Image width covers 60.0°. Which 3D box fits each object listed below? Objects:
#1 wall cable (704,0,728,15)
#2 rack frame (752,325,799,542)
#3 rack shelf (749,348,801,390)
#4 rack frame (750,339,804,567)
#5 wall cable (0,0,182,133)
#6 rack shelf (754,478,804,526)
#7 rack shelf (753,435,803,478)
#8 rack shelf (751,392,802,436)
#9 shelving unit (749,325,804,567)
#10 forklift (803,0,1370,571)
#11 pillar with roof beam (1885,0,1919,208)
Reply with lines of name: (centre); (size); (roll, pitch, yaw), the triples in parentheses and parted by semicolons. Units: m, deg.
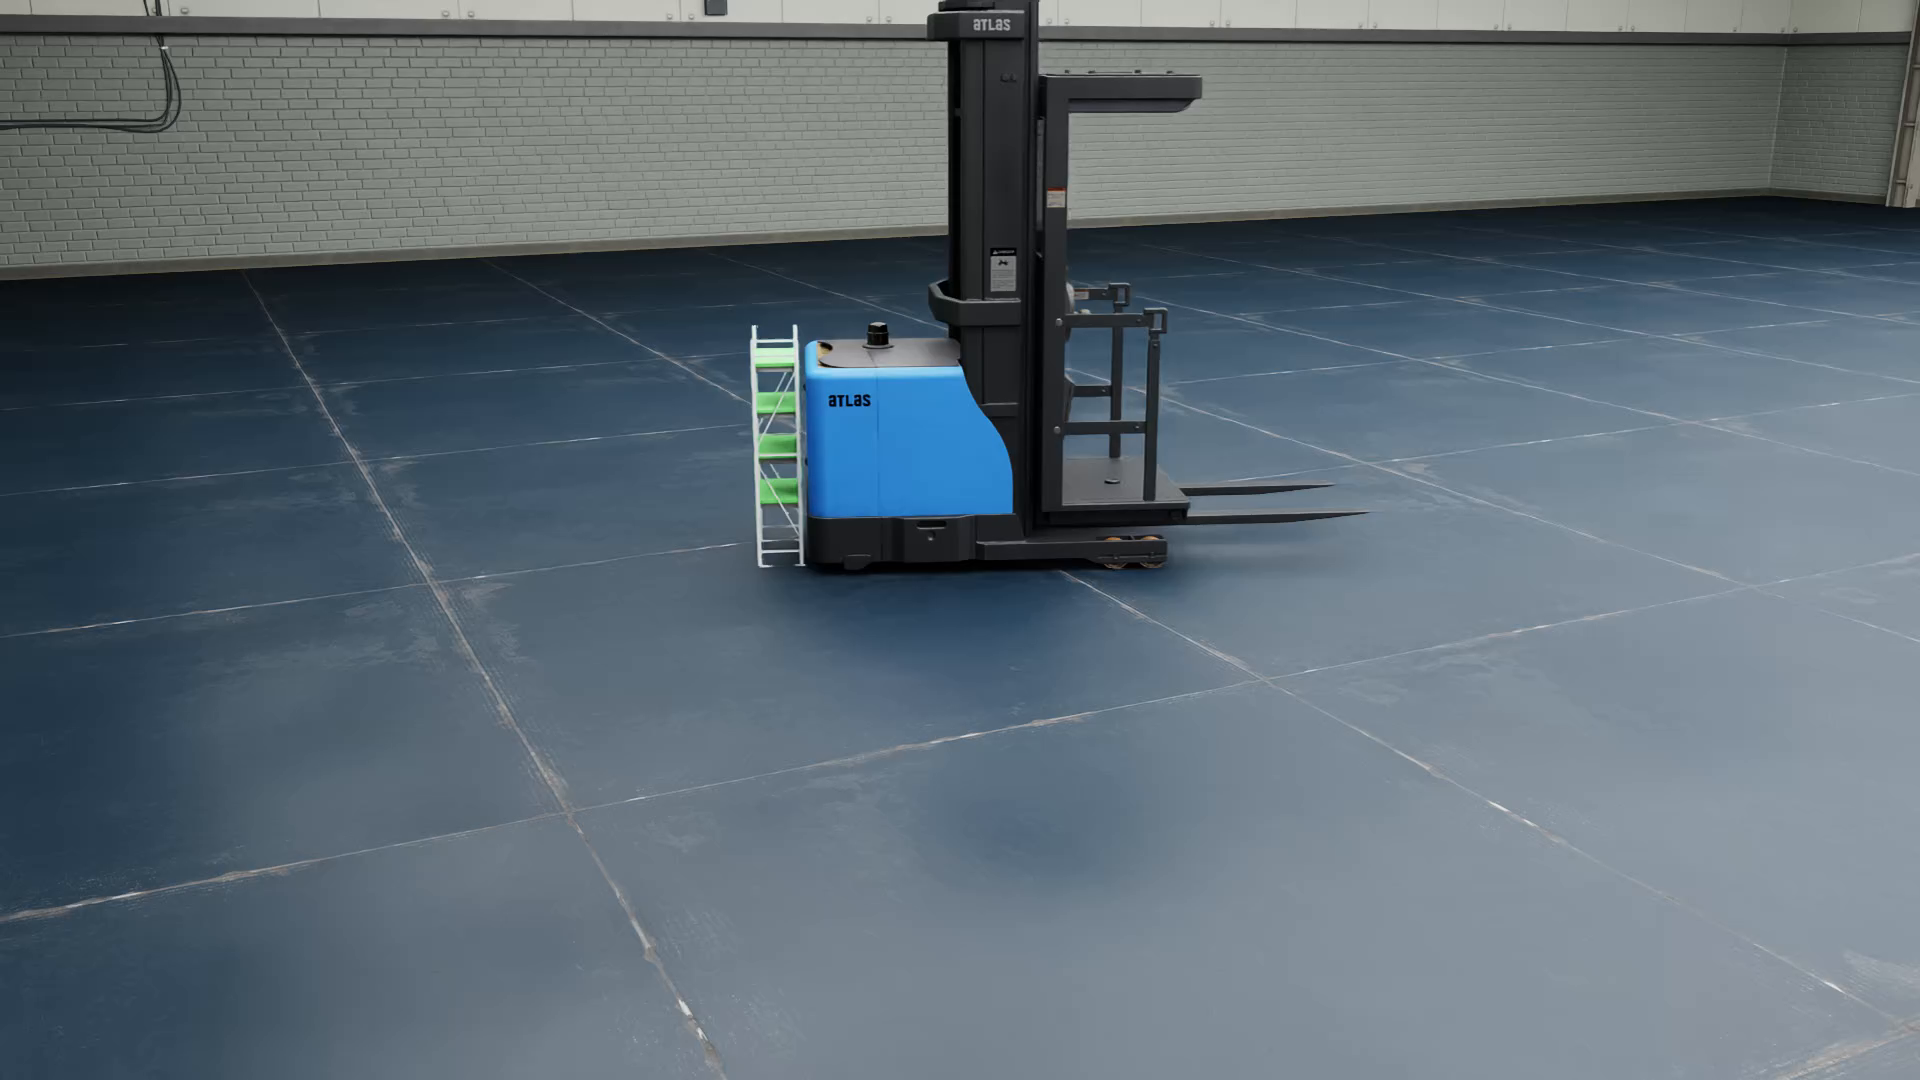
wall cable: (-2.502, -10.348, 22.832); (2.305, 6.003, 0.169); (-8, 18, -25)
rack frame: (-0.993, -0.572, 9.068); (0.240, 1.200, 0.015); (-2, 16, -6)
rack shelf: (-0.968, -0.905, 8.720); (0.258, 0.148, 0.480); (-2, 16, -6)
rack frame: (-0.943, -0.438, 8.601); (0.240, 1.200, 0.015); (-2, 16, -6)
wall cable: (-11.043, -6.078, 19.745); (3.097, 2.526, 0.112); (-8, 18, -25)
rack shelf: (-0.968, -0.213, 8.919); (0.258, 0.148, 0.480); (-2, 16, -6)
rack shelf: (-0.968, -0.443, 8.852); (0.258, 0.148, 0.480); (-2, 16, -6)
rack shelf: (-0.968, -0.674, 8.786); (0.258, 0.148, 0.480); (-2, 16, -6)
shelving unit: (-0.968, -0.505, 8.835); (0.258, 1.200, 0.503); (-2, 16, -6)
forklift: (0.677, -1.399, 8.813); (3.031, 2.935, 1.130); (-1, 16, -5)
pillar with roof beam: (13.506, -9.966, 27.666); (9.100, 9.000, 0.400); (-8, 18, -25)
